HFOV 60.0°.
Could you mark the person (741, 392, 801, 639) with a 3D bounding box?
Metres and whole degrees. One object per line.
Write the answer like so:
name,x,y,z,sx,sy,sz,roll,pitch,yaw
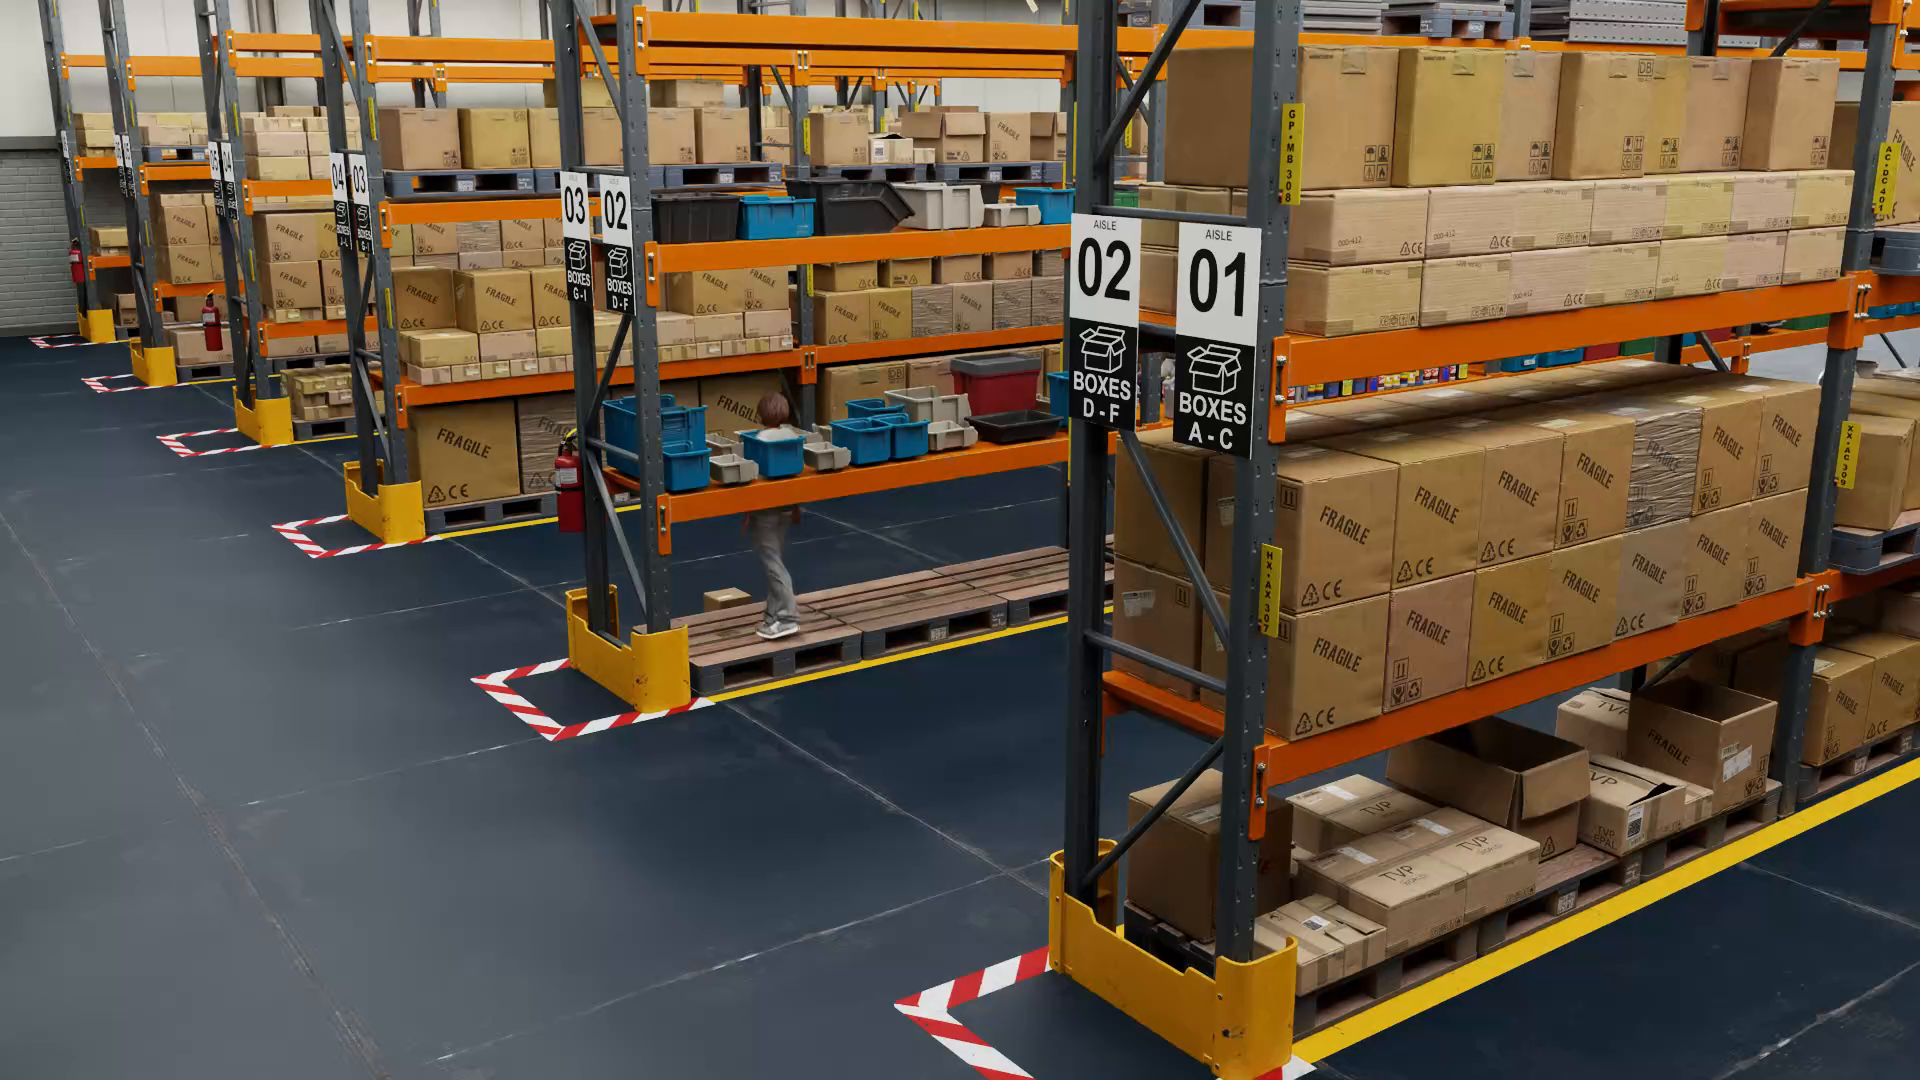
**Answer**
person,-1.200,-0.154,10.784,0.364,1.619,0.541,10,18,33
